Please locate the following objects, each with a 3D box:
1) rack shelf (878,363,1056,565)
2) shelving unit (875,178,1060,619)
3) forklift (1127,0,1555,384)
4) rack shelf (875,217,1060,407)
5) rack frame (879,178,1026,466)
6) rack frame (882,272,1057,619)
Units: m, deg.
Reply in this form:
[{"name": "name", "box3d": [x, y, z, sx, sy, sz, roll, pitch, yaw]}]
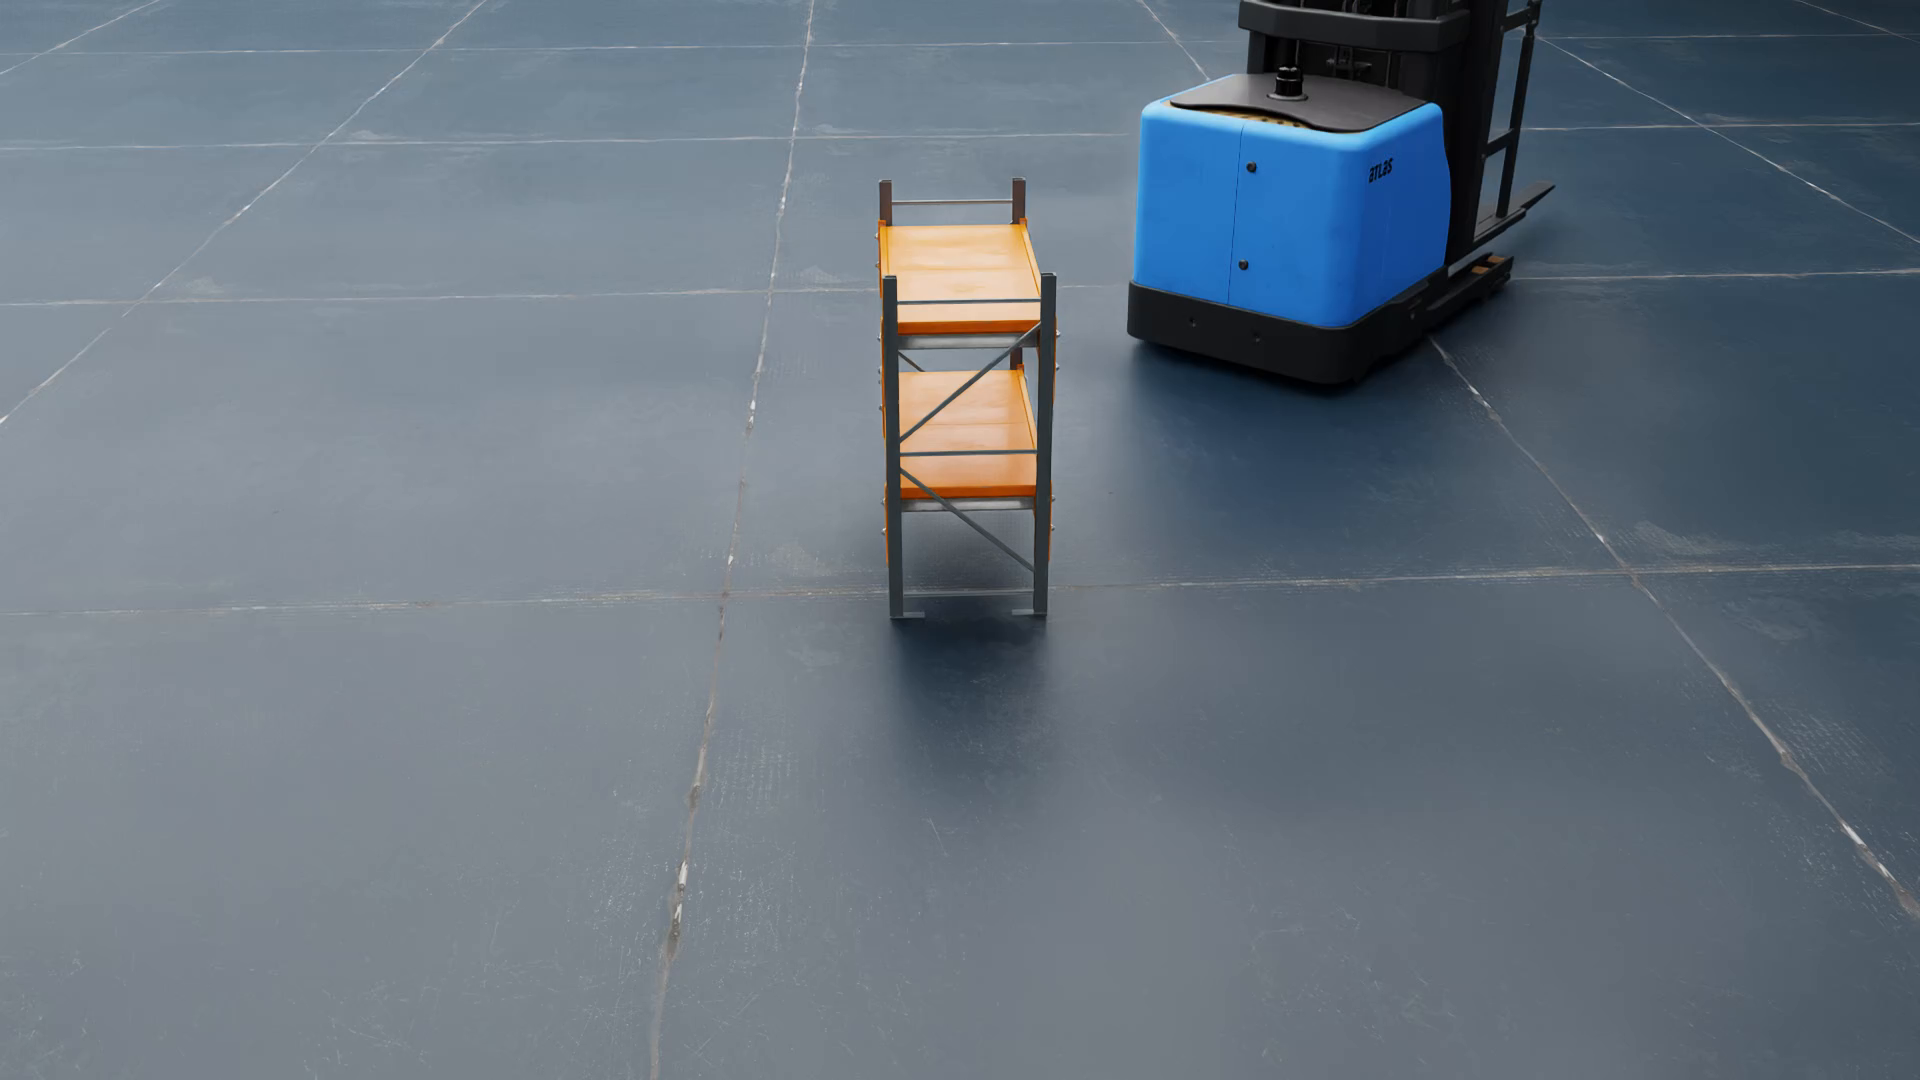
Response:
[{"name": "rack shelf", "box3d": [0.000, -0.279, 5.597, 0.538, 0.278, 1.000, -1, 28, -3]}, {"name": "shelving unit", "box3d": [0.000, -0.496, 5.484, 0.538, 1.125, 1.048, -1, 28, -3]}, {"name": "forklift", "box3d": [2.027, -2.560, 7.489, 1.130, 2.935, 3.031, 19, 33, 32]}, {"name": "rack shelf", "box3d": [0.000, -0.755, 5.349, 0.538, 0.278, 1.000, -1, 28, -3]}, {"name": "rack frame", "box3d": [-0.026, -0.730, 5.934, 0.500, 1.125, 0.032, -1, 28, -3]}, {"name": "rack frame", "box3d": [0.027, -0.261, 5.034, 0.500, 1.125, 0.032, -1, 28, -3]}]
